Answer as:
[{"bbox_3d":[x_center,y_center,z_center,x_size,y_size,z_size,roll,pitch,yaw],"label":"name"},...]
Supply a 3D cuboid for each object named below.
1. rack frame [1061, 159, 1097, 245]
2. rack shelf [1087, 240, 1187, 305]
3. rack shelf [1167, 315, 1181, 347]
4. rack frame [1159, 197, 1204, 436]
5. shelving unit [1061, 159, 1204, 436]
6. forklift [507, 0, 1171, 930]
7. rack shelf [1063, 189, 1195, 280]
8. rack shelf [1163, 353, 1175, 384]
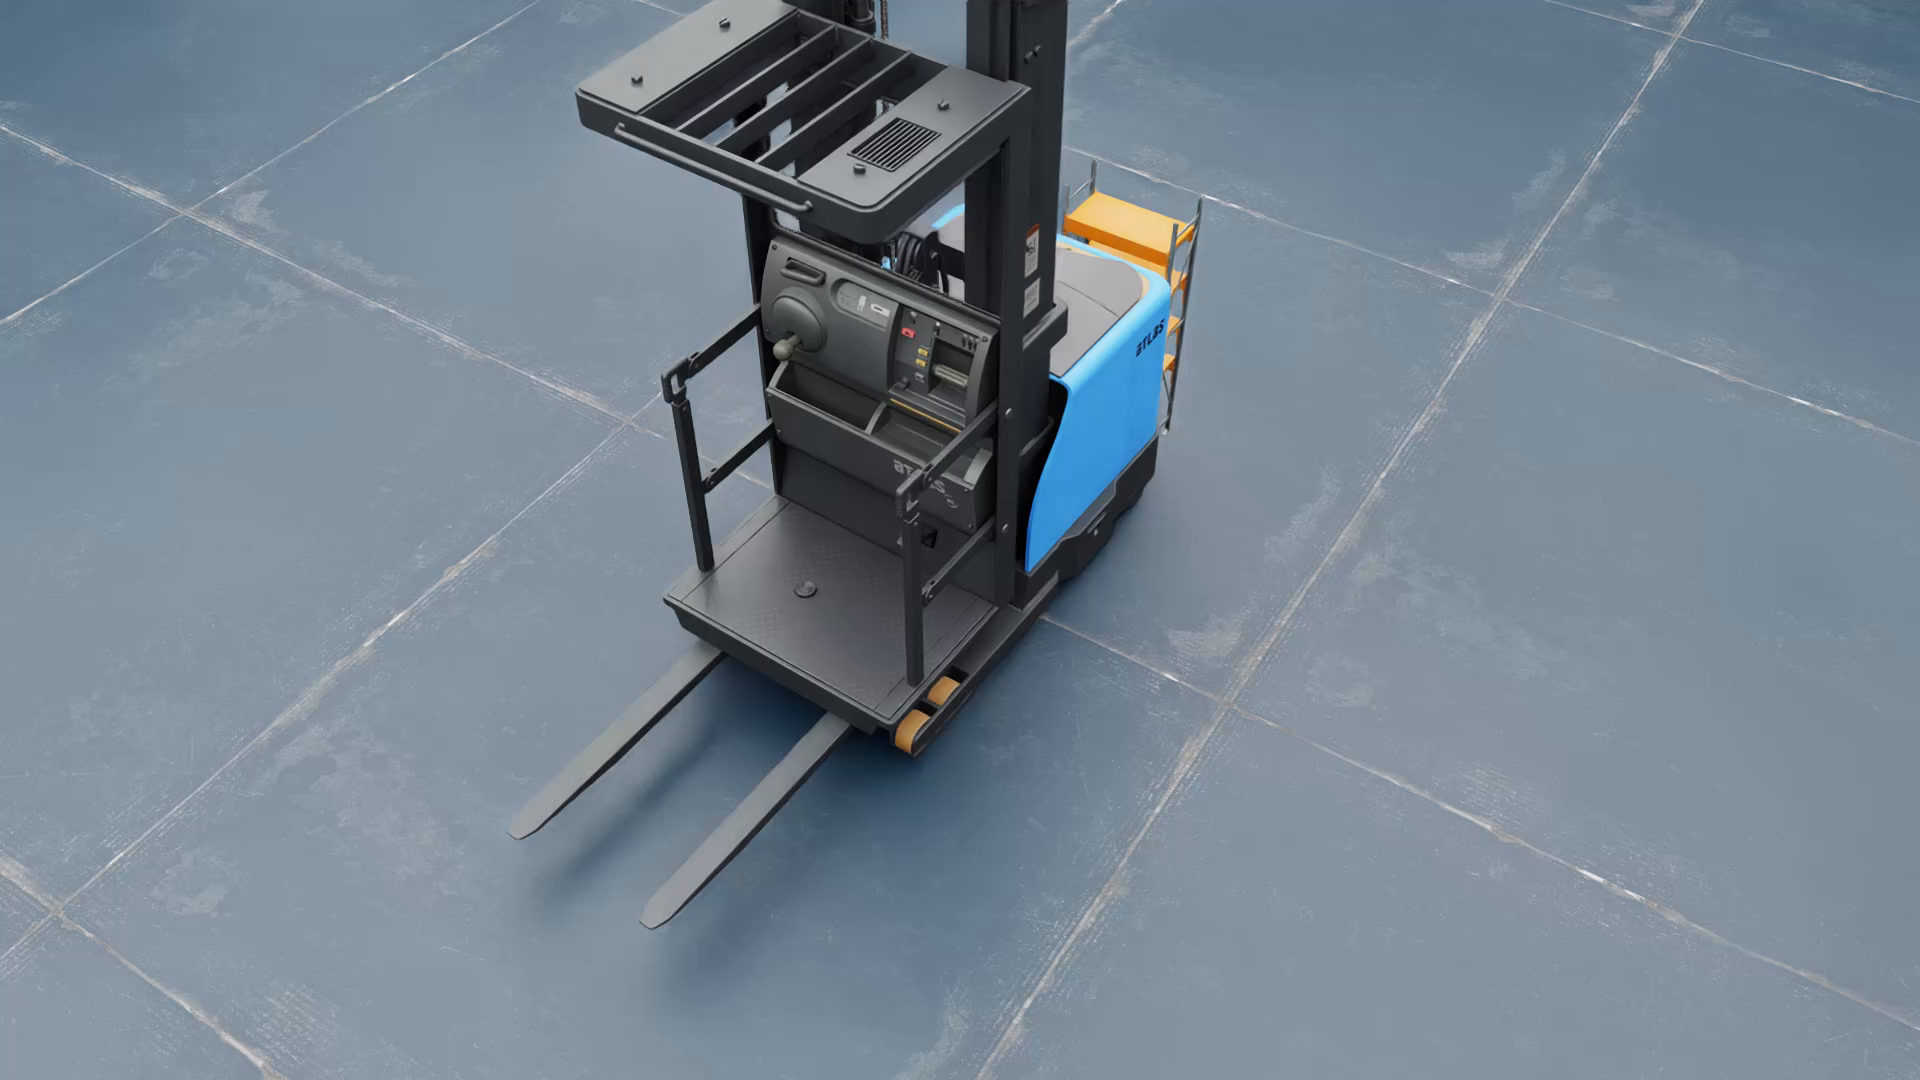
[{"bbox_3d":[0.475,-1.053,7.149,0.015,1.200,0.240,25,48,22],"label":"rack frame"},{"bbox_3d":[0.684,-1.072,6.950,0.480,0.148,0.258,25,48,22],"label":"rack shelf"},{"bbox_3d":[0.678,-0.909,7.103,0.480,0.148,0.258,25,48,22],"label":"rack shelf"},{"bbox_3d":[0.885,-0.864,6.965,0.015,1.200,0.240,25,48,22],"label":"rack frame"},{"bbox_3d":[0.680,-0.958,7.057,0.503,1.200,0.258,25,48,22],"label":"shelving unit"},{"bbox_3d":[-0.414,-0.621,5.532,1.130,2.935,3.031,27,51,23],"label":"forklift"},{"bbox_3d":[0.691,-1.244,6.788,0.480,0.148,0.258,25,48,22],"label":"rack shelf"},{"bbox_3d":[0.672,-0.765,7.240,0.480,0.148,0.258,25,48,22],"label":"rack shelf"}]
